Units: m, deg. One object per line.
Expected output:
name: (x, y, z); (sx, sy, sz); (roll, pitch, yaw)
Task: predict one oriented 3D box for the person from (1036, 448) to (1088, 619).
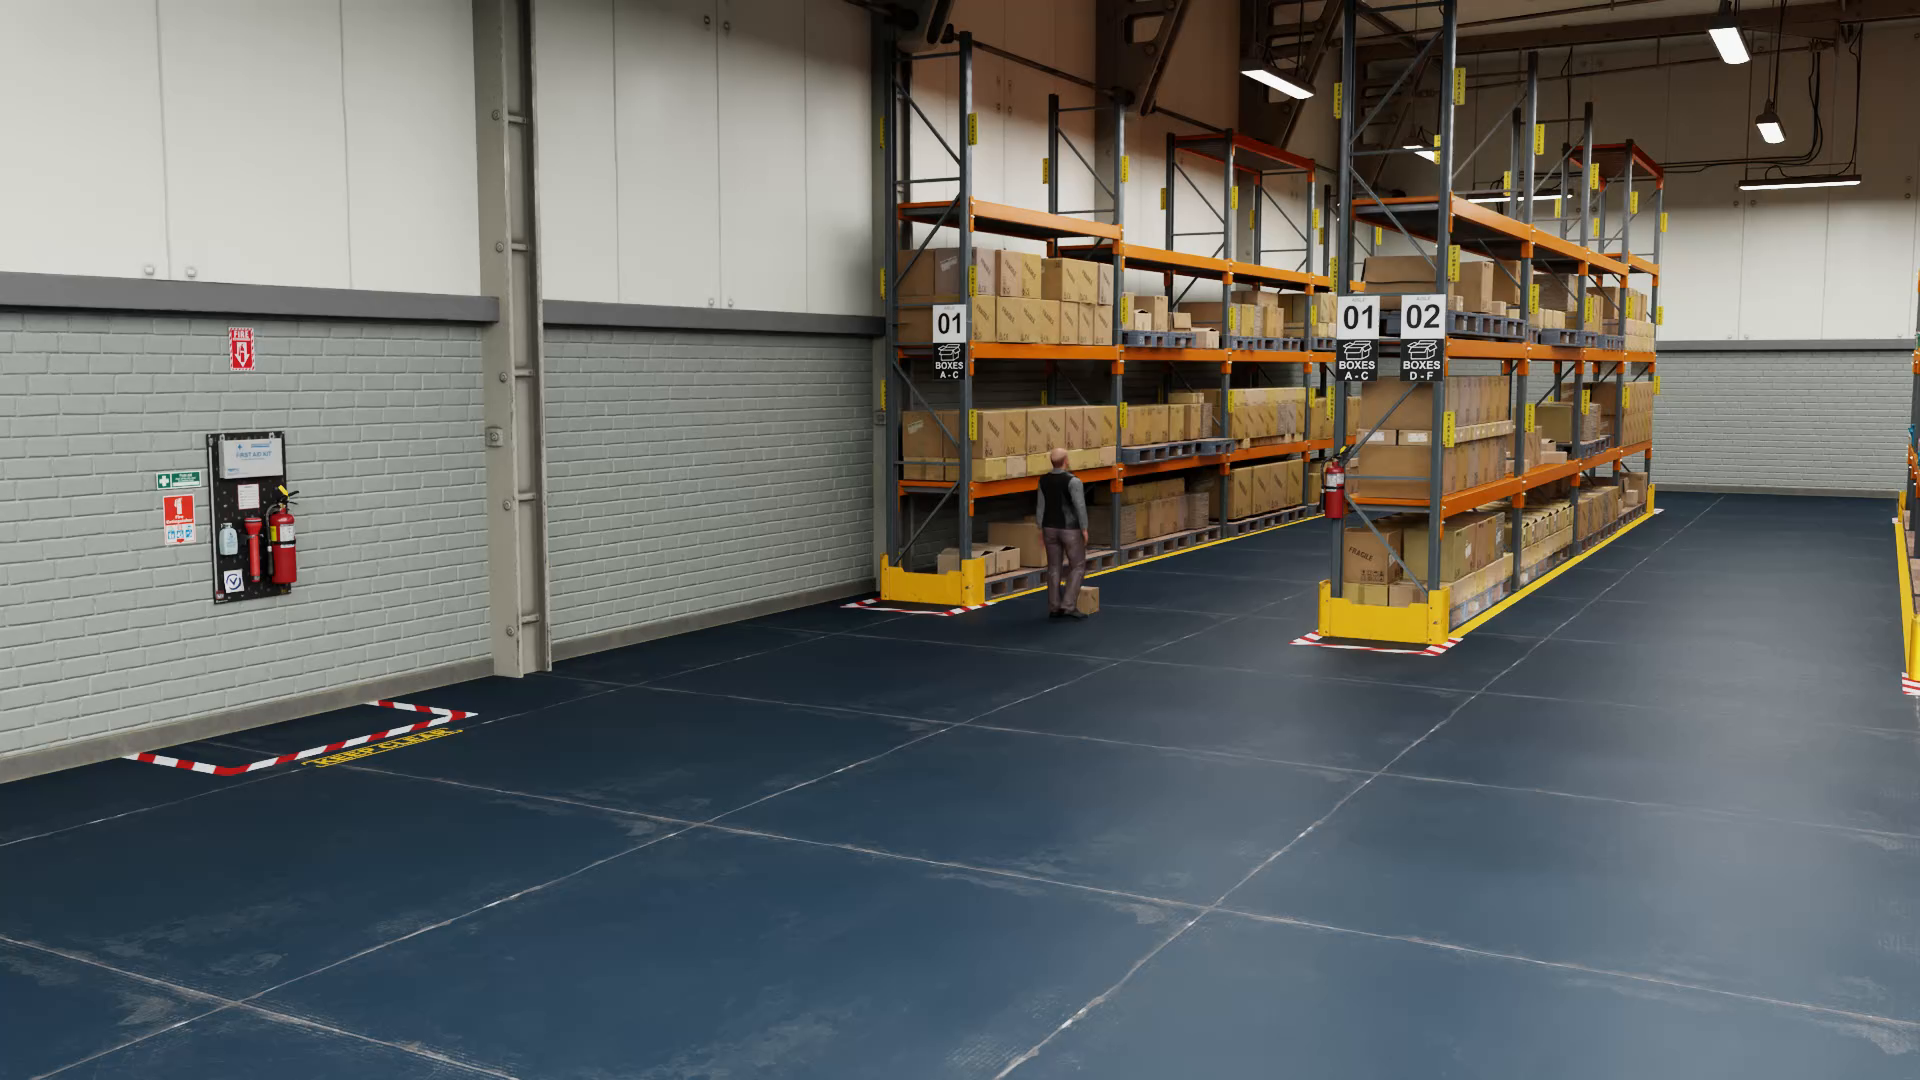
person: (1.038, -0.071, 16.841); (0.561, 1.726, 0.399); (4, 7, 33)
